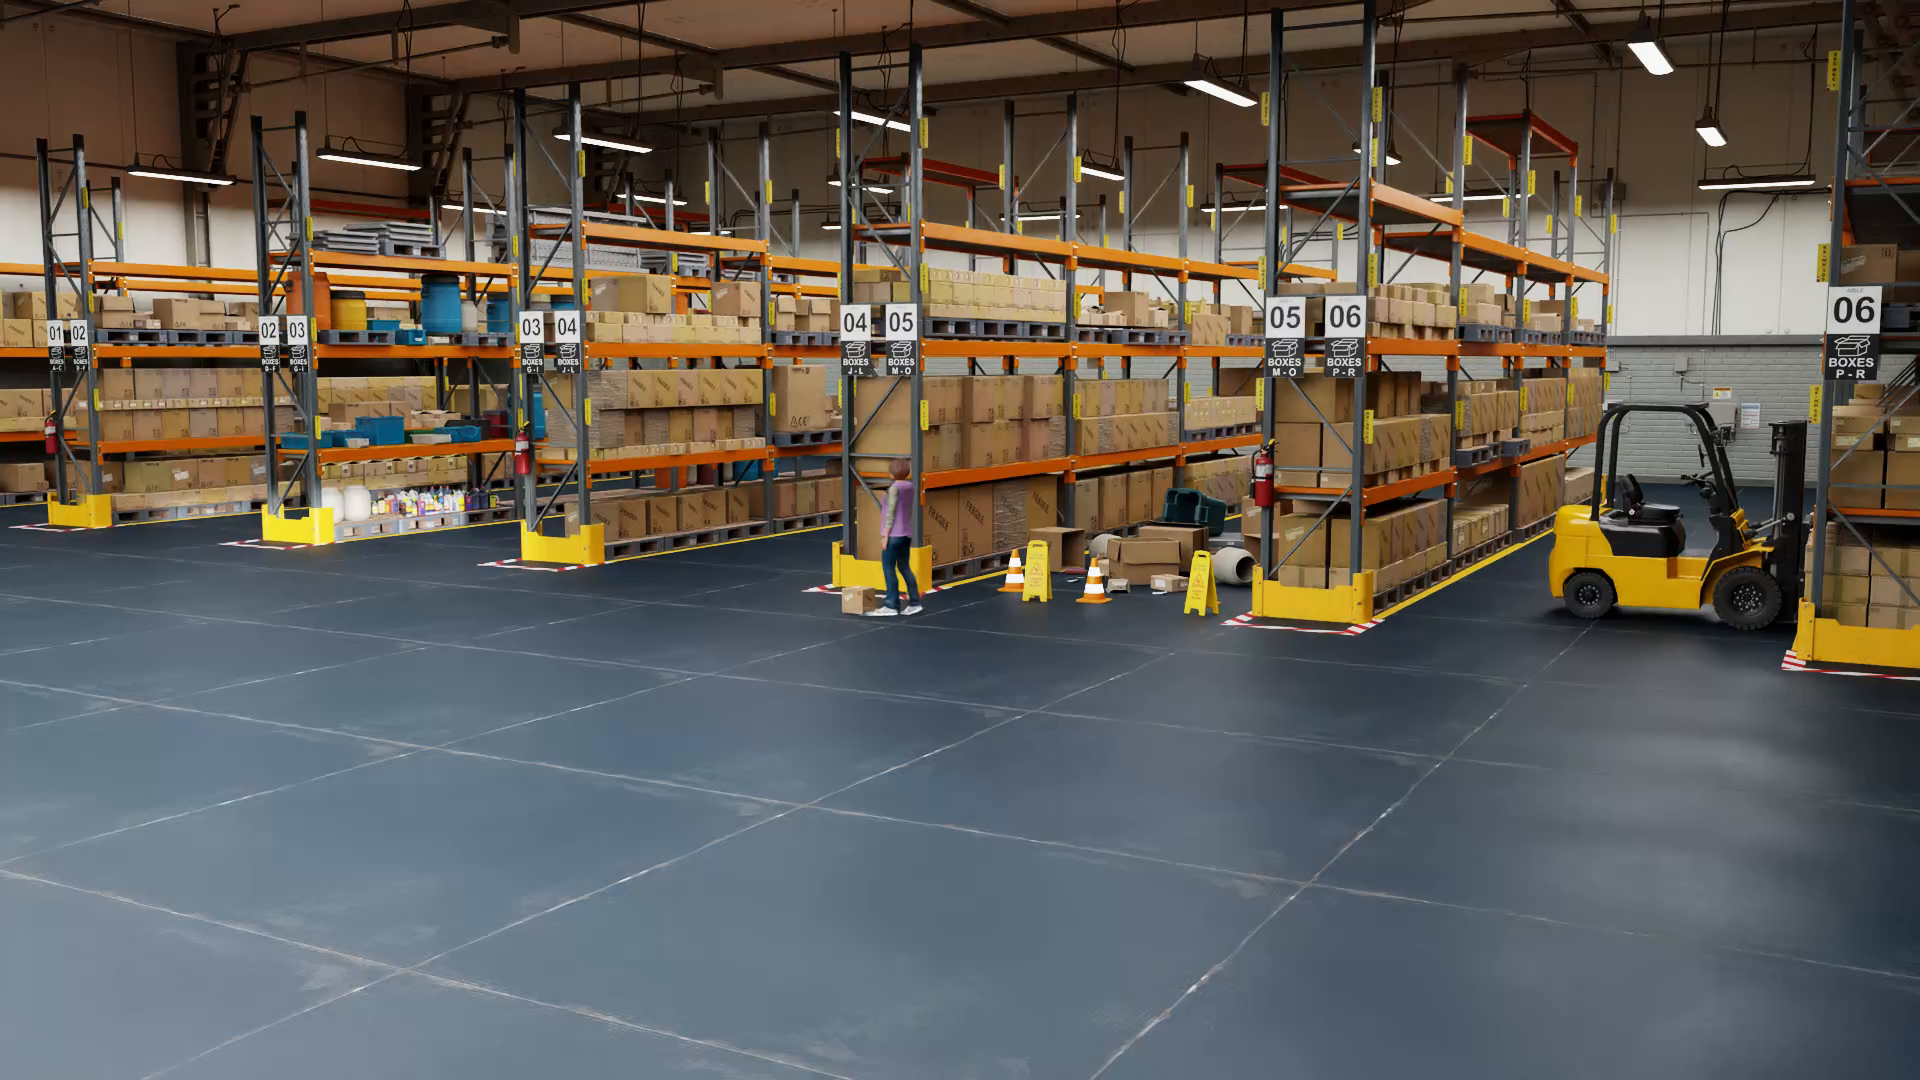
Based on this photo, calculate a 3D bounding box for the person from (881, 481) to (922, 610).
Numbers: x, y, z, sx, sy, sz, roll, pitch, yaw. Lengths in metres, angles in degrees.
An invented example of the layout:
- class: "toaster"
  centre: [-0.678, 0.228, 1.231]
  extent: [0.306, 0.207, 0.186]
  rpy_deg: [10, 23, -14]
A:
- class: "person"
  centre: [-0.613, 0.054, 16.811]
  extent: [0.339, 1.306, 0.428]
  rpy_deg: [4, 7, 30]
